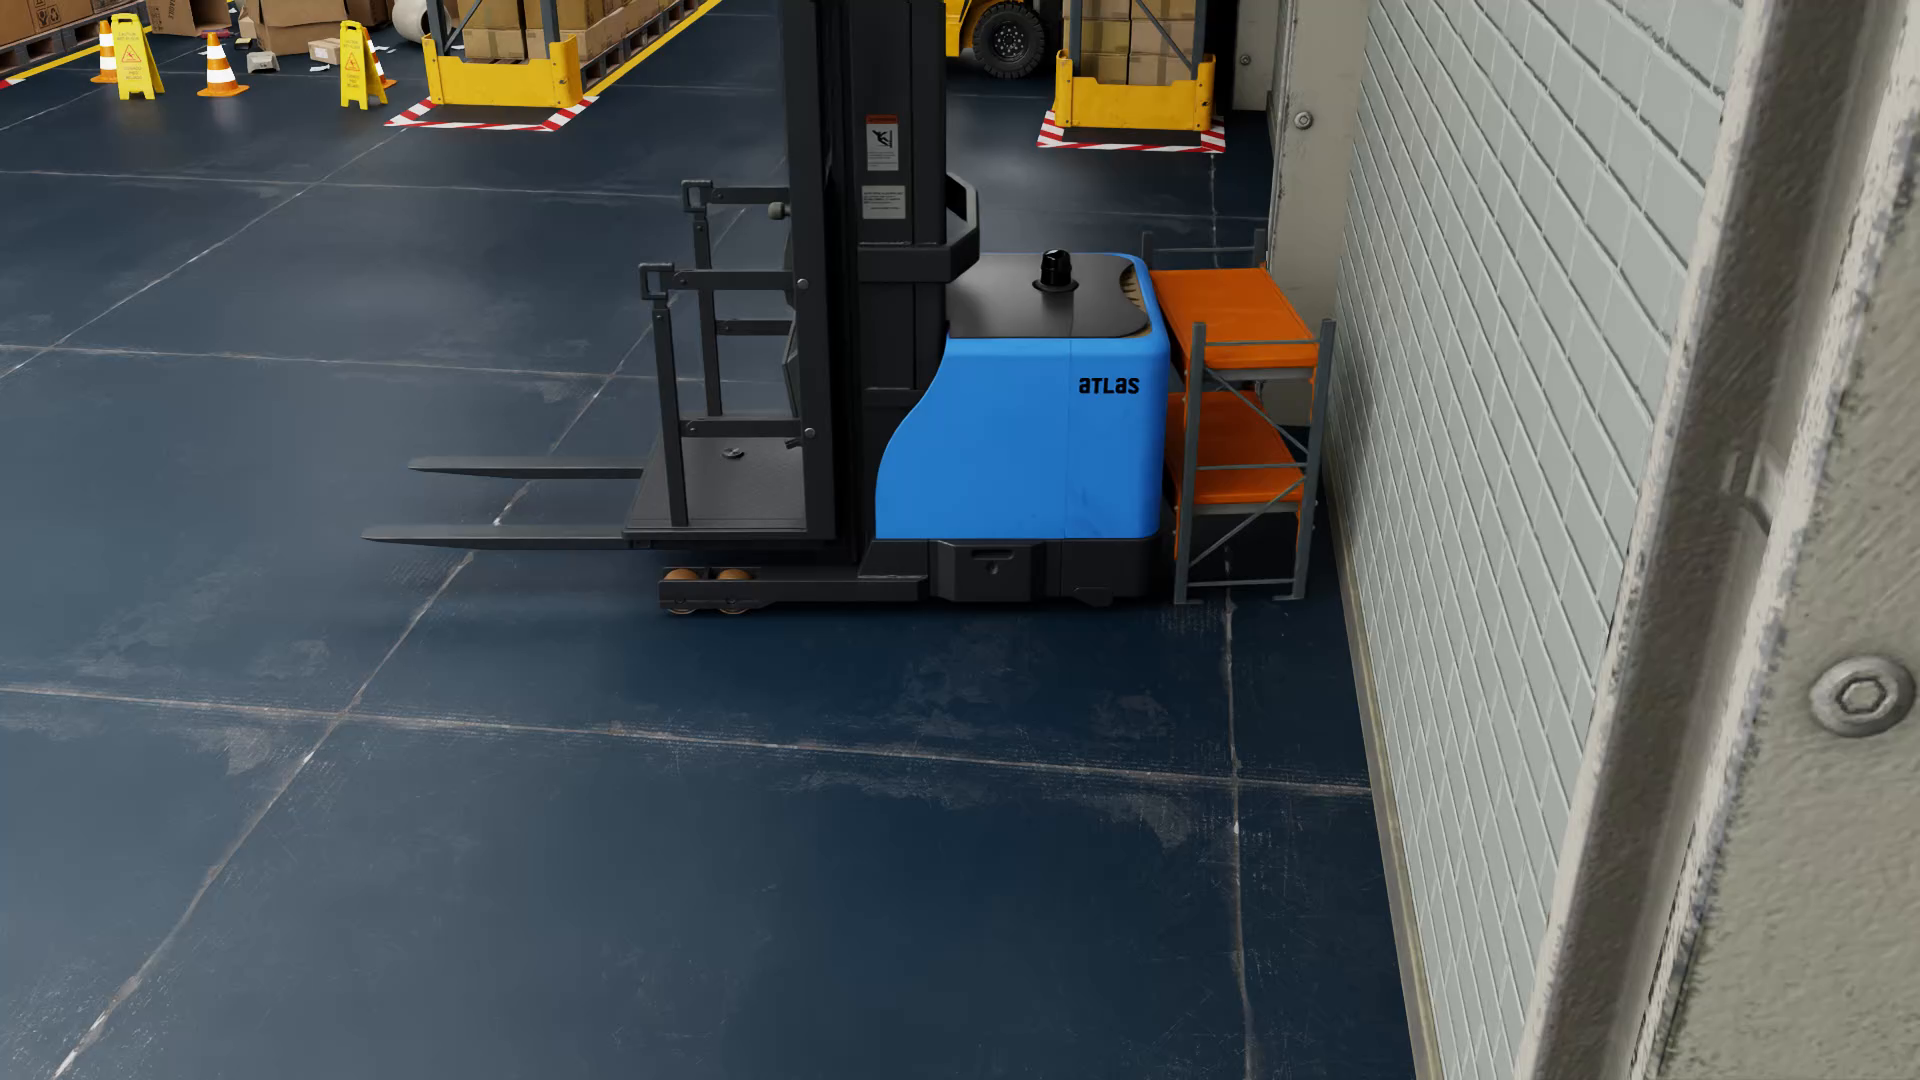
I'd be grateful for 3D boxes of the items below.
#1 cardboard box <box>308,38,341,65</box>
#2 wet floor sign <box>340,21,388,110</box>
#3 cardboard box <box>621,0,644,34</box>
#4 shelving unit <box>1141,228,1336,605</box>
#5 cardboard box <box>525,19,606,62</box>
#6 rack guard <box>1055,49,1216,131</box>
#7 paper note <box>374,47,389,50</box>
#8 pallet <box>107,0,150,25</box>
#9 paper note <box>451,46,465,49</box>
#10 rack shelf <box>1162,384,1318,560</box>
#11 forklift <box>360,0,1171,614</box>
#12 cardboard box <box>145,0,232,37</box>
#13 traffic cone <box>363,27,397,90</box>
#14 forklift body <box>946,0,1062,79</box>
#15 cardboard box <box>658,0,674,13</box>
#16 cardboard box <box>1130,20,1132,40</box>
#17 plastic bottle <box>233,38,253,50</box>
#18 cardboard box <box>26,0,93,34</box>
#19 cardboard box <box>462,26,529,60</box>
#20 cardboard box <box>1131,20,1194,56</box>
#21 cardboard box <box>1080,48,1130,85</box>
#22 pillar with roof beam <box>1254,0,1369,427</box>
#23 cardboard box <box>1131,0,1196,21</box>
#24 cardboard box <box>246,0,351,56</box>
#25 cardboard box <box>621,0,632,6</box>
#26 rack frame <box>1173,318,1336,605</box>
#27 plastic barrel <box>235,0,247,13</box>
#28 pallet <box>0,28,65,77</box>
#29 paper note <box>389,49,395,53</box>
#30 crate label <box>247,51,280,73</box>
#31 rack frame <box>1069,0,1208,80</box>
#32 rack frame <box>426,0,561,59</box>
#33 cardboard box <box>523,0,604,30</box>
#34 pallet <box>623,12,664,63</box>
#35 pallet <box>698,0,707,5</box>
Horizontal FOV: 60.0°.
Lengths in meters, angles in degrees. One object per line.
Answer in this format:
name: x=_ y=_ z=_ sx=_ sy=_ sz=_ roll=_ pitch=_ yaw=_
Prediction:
cardboard box: x=-5.457 y=-4.262 z=14.504 sx=0.380 sy=0.149 sz=0.250 roll=20 pitch=34 yaw=32
wet floor sign: x=-4.698 y=-3.719 z=12.973 sx=0.267 sy=0.644 sz=0.232 roll=14 pitch=31 yaw=24
cardboard box: x=-3.115 y=-4.619 z=14.616 sx=0.500 sy=0.250 sz=0.500 roll=5 pitch=29 yaw=10
shelving unit: x=1.022 y=-0.506 z=6.503 sx=0.538 sy=1.125 sz=1.048 roll=-2 pitch=28 yaw=-4
cardboard box: x=-3.239 y=-4.121 z=13.693 sx=0.500 sy=0.250 sz=0.500 roll=3 pitch=28 yaw=6
rack guard: x=1.311 y=-3.385 z=12.505 sx=1.175 sy=0.500 sz=0.348 roll=3 pitch=28 yaw=6
paper note: x=-5.219 y=-4.423 z=14.939 sx=0.148 sy=0.019 sz=0.142 roll=14 pitch=31 yaw=24
pallet: x=-8.218 y=-5.325 z=16.412 sx=1.003 sy=0.211 sz=1.213 roll=3 pitch=28 yaw=6
paper note: x=-4.505 y=-4.441 z=14.962 sx=0.142 sy=0.019 sz=0.148 roll=-6 pitch=29 yaw=-11
rack shelf: x=1.022 y=-0.291 z=6.619 sx=0.538 sy=0.278 sz=1.000 roll=-2 pitch=28 yaw=-4
forklift: x=-0.761 y=-1.263 z=6.004 sx=3.031 sy=2.935 sz=1.130 roll=0 pitch=28 yaw=0
cardboard box: x=-7.219 y=-5.016 z=15.531 sx=0.500 sy=0.500 sz=0.500 roll=8 pitch=29 yaw=15
traffic cone: x=-4.840 y=-3.944 z=13.582 sx=0.336 sy=0.463 sz=0.334 roll=3 pitch=28 yaw=6
forklift body: x=-0.264 y=-5.121 z=13.988 sx=2.313 sy=2.155 sz=1.214 roll=3 pitch=28 yaw=6
cardboard box: x=-2.983 y=-5.095 z=15.501 sx=0.500 sy=0.250 sz=0.500 roll=3 pitch=28 yaw=5
cardboard box: x=1.136 y=-4.174 z=13.263 sx=0.500 sy=0.250 sz=0.500 roll=3 pitch=28 yaw=6
plastic bottle: x=-6.465 y=-4.485 z=15.010 sx=0.133 sy=0.061 sz=0.283 roll=-6 pitch=29 yaw=-11
cardboard box: x=-8.414 y=-5.010 z=14.684 sx=0.875 sy=0.875 sz=0.875 roll=3 pitch=28 yaw=5
cardboard box: x=-3.778 y=-4.165 z=13.774 sx=0.500 sy=0.250 sz=0.500 roll=3 pitch=28 yaw=6
cardboard box: x=1.578 y=-3.900 z=12.756 sx=0.500 sy=0.250 sz=0.500 roll=4 pitch=29 yaw=7
cardboard box: x=1.058 y=-3.710 z=12.931 sx=0.500 sy=0.250 sz=0.500 roll=4 pitch=29 yaw=7
pillar with roof beam: x=-2.714 y=-4.839 z=6.244 sx=9.100 sy=9.000 sz=0.400 roll=3 pitch=28 yaw=6
cardboard box: x=1.561 y=-4.126 z=12.648 sx=0.500 sy=0.250 sz=0.500 roll=3 pitch=28 yaw=5
cardboard box: x=-5.910 y=-4.658 z=14.866 sx=0.797 sy=0.503 sz=0.637 roll=-17 pitch=33 yaw=-29
cardboard box: x=-3.108 y=-4.944 z=14.431 sx=0.500 sy=0.500 sz=0.500 roll=4 pitch=29 yaw=7
rack frame: x=1.061 y=-0.266 z=6.057 sx=0.500 sy=1.125 sz=0.032 roll=-2 pitch=28 yaw=-4
plastic barrel: x=-6.664 y=-5.149 z=15.861 sx=0.421 sy=0.421 sz=0.512 roll=-24 pitch=36 yaw=-37
pallet: x=-8.517 y=-4.176 z=14.280 sx=1.003 sy=0.211 sz=1.213 roll=3 pitch=28 yaw=6
paper note: x=-5.072 y=-4.365 z=14.841 sx=0.032 sy=0.001 sz=0.123 roll=3 pitch=28 yaw=6
crate label: x=-5.949 y=-4.078 z=14.176 sx=0.250 sy=0.136 sz=0.298 roll=-11 pitch=30 yaw=-20
rack frame: x=1.314 y=-4.496 z=11.933 sx=1.000 sy=3.000 sz=0.127 roll=3 pitch=28 yaw=6
rack frame: x=-3.613 y=-4.783 z=12.466 sx=1.000 sy=3.000 sz=0.127 roll=3 pitch=28 yaw=6
cardboard box: x=-3.237 y=-4.462 z=13.536 sx=0.500 sy=0.500 sz=0.500 roll=2 pitch=28 yaw=4
pallet: x=-3.317 y=-4.544 z=14.962 sx=1.003 sy=0.211 sz=1.213 roll=3 pitch=28 yaw=6
pallet: x=-3.029 y=-5.805 z=17.302 sx=1.003 sy=0.211 sz=1.213 roll=3 pitch=28 yaw=6
